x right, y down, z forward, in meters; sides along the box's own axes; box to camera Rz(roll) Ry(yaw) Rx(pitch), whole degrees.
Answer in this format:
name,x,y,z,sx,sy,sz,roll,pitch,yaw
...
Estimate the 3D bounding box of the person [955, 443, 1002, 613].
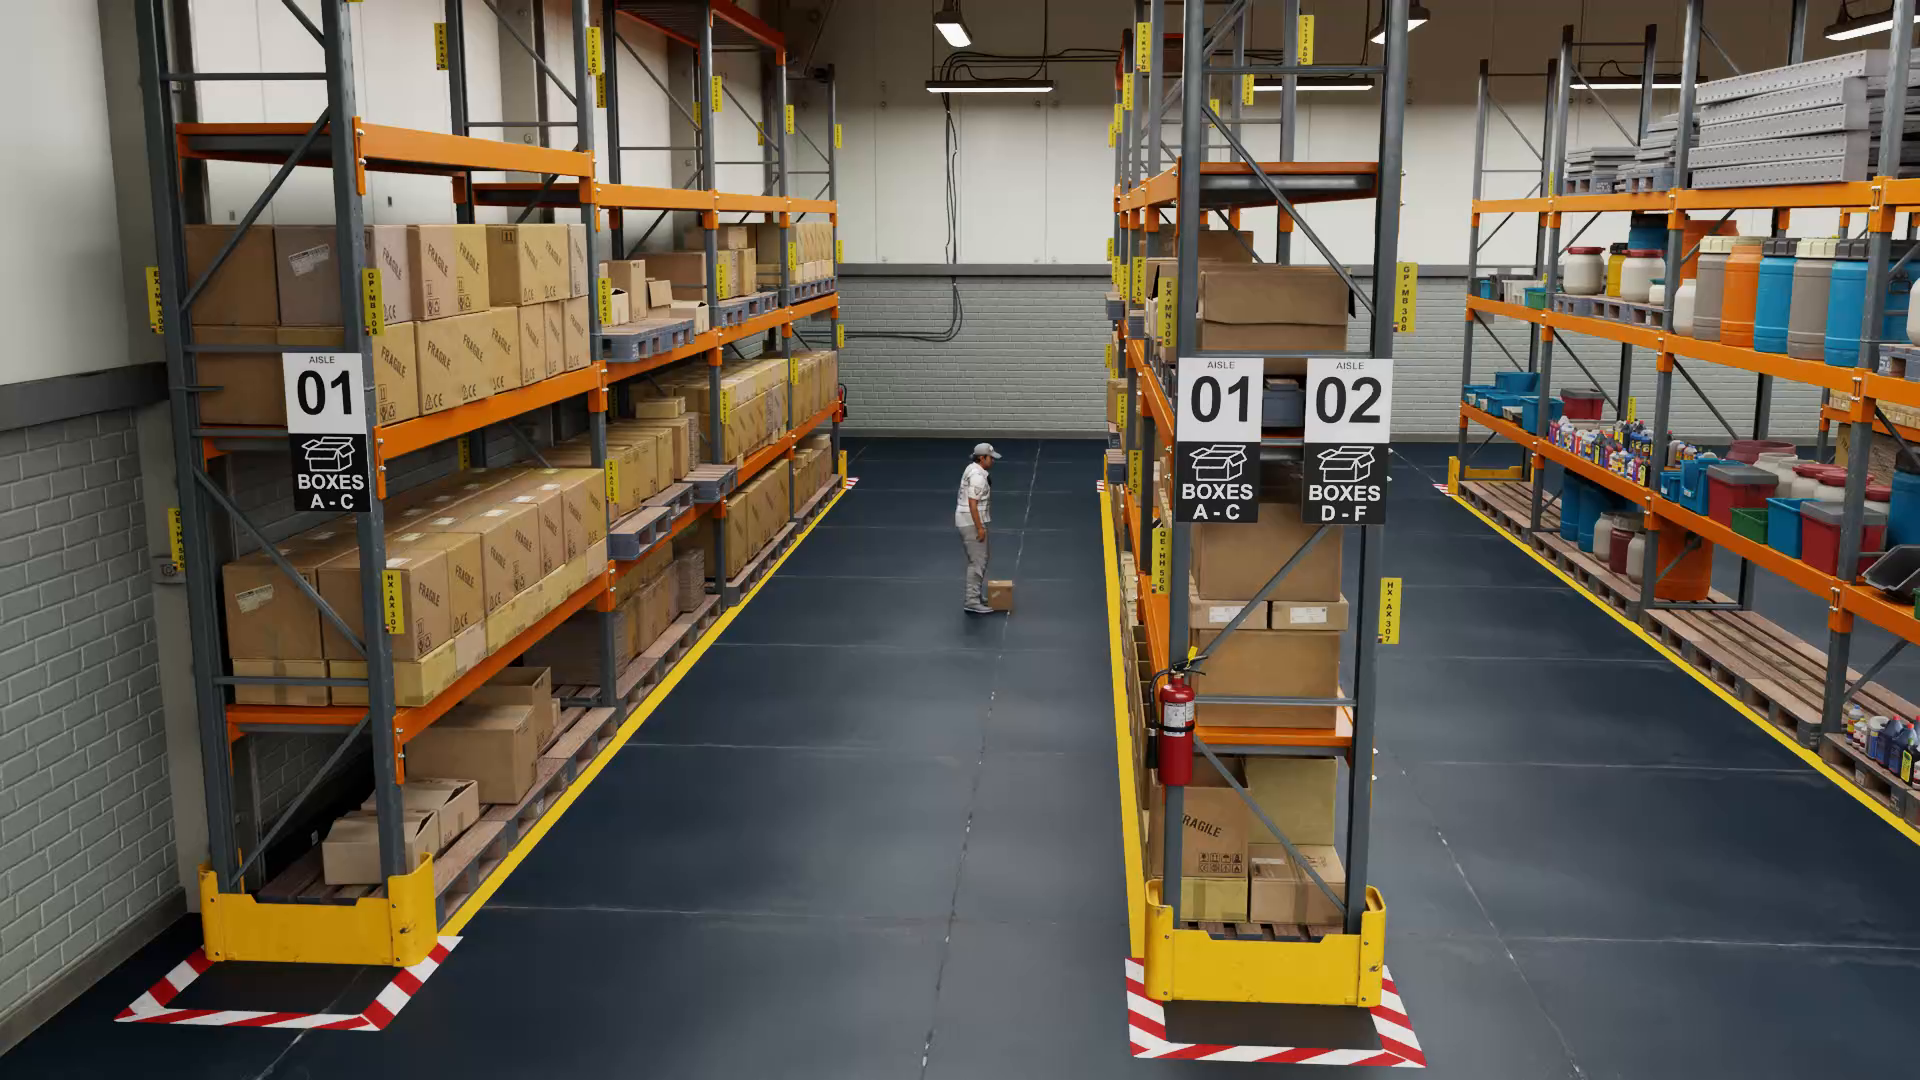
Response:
name,x,y,z,sx,sy,sz,roll,pitch,yaw
person,0.183,-0.138,16.631,0.464,1.667,0.564,0,11,1
